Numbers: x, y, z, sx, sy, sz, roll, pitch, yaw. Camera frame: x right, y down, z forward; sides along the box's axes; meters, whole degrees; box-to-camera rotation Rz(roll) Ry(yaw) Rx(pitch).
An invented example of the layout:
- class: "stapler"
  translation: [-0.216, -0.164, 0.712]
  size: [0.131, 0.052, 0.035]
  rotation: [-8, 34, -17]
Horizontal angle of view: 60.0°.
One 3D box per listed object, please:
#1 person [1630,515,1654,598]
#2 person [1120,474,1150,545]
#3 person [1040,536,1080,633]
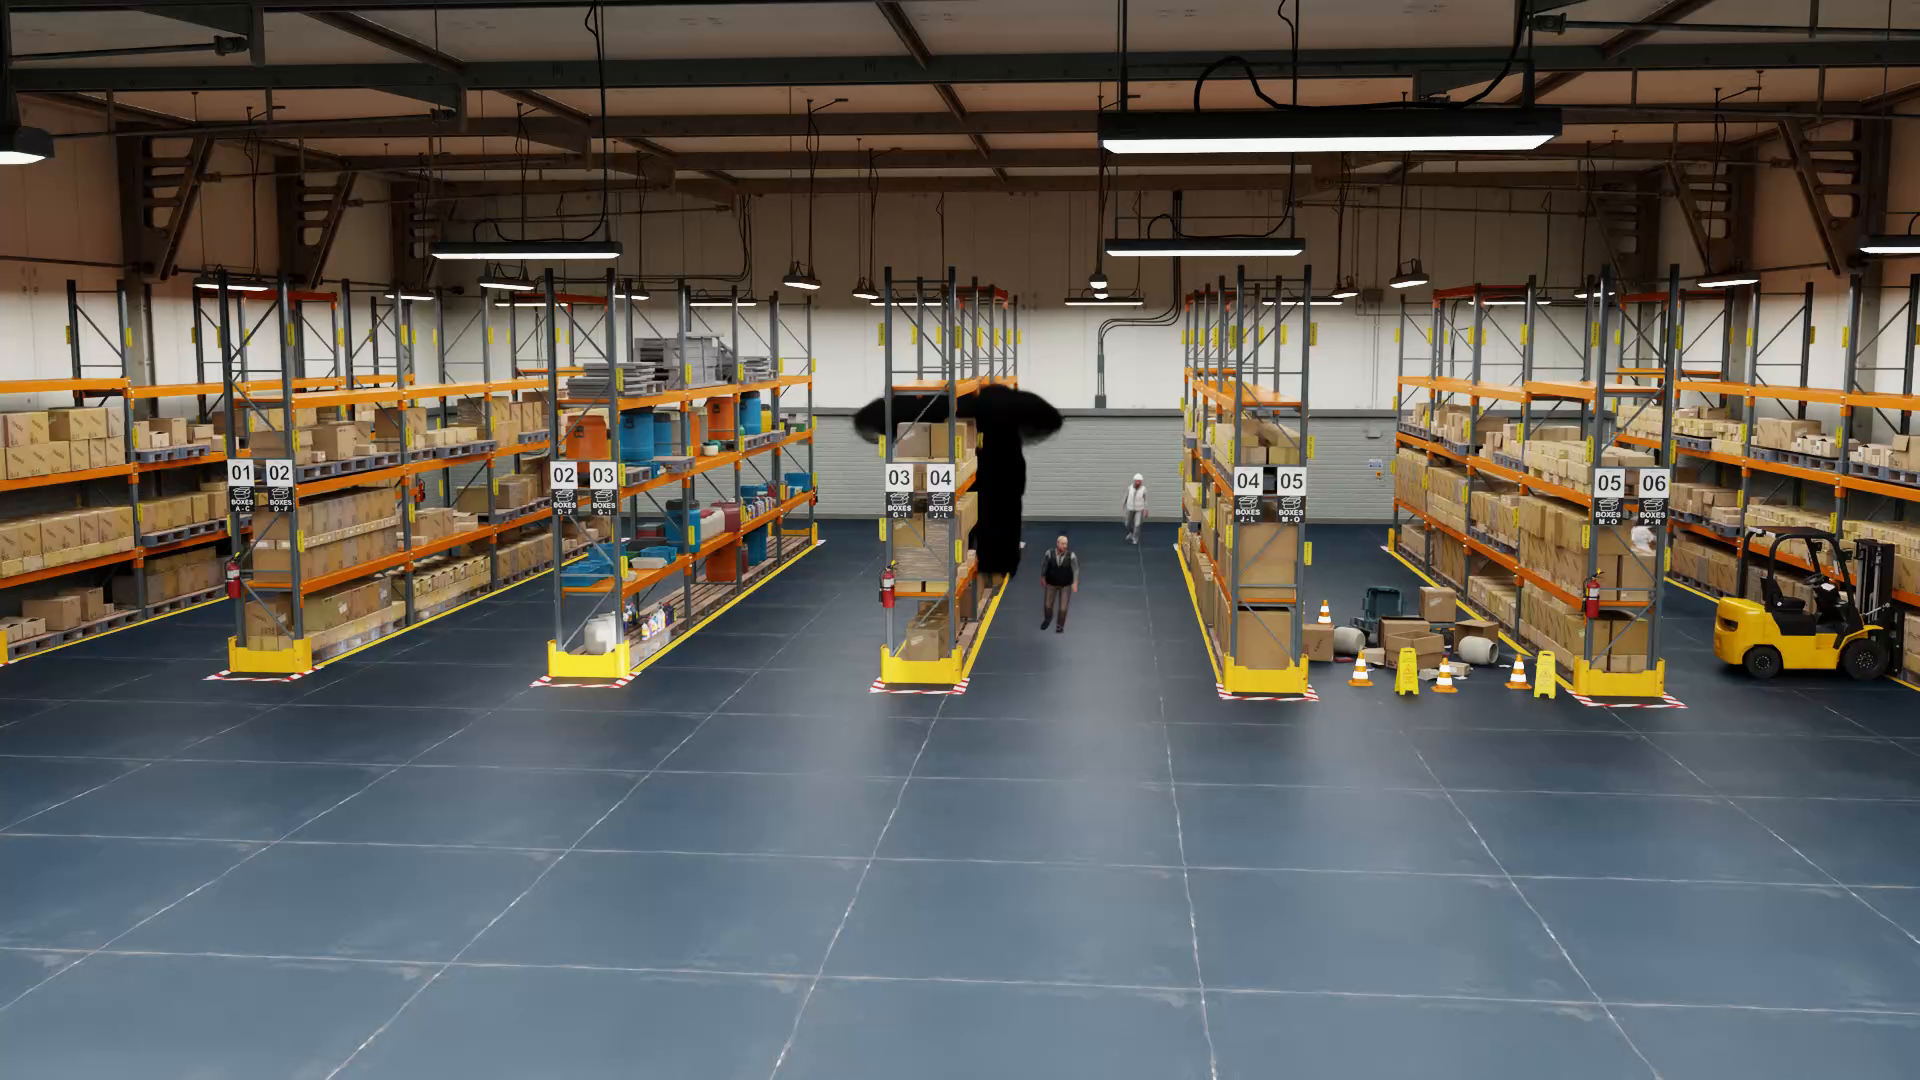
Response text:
- class: "person"
  translation: [13.096, 0.341, 31.975]
  size: [0.605, 1.612, 0.658]
  rotation: [-2, 7, -14]
- class: "person"
  translation: [4.284, -0.770, 40.533]
  size: [0.748, 1.720, 0.706]
  rotation: [3, 7, 20]
- class: "person"
  translation: [1.615, 0.720, 26.950]
  size: [0.648, 1.625, 0.649]
  rotation: [0, 7, 3]
